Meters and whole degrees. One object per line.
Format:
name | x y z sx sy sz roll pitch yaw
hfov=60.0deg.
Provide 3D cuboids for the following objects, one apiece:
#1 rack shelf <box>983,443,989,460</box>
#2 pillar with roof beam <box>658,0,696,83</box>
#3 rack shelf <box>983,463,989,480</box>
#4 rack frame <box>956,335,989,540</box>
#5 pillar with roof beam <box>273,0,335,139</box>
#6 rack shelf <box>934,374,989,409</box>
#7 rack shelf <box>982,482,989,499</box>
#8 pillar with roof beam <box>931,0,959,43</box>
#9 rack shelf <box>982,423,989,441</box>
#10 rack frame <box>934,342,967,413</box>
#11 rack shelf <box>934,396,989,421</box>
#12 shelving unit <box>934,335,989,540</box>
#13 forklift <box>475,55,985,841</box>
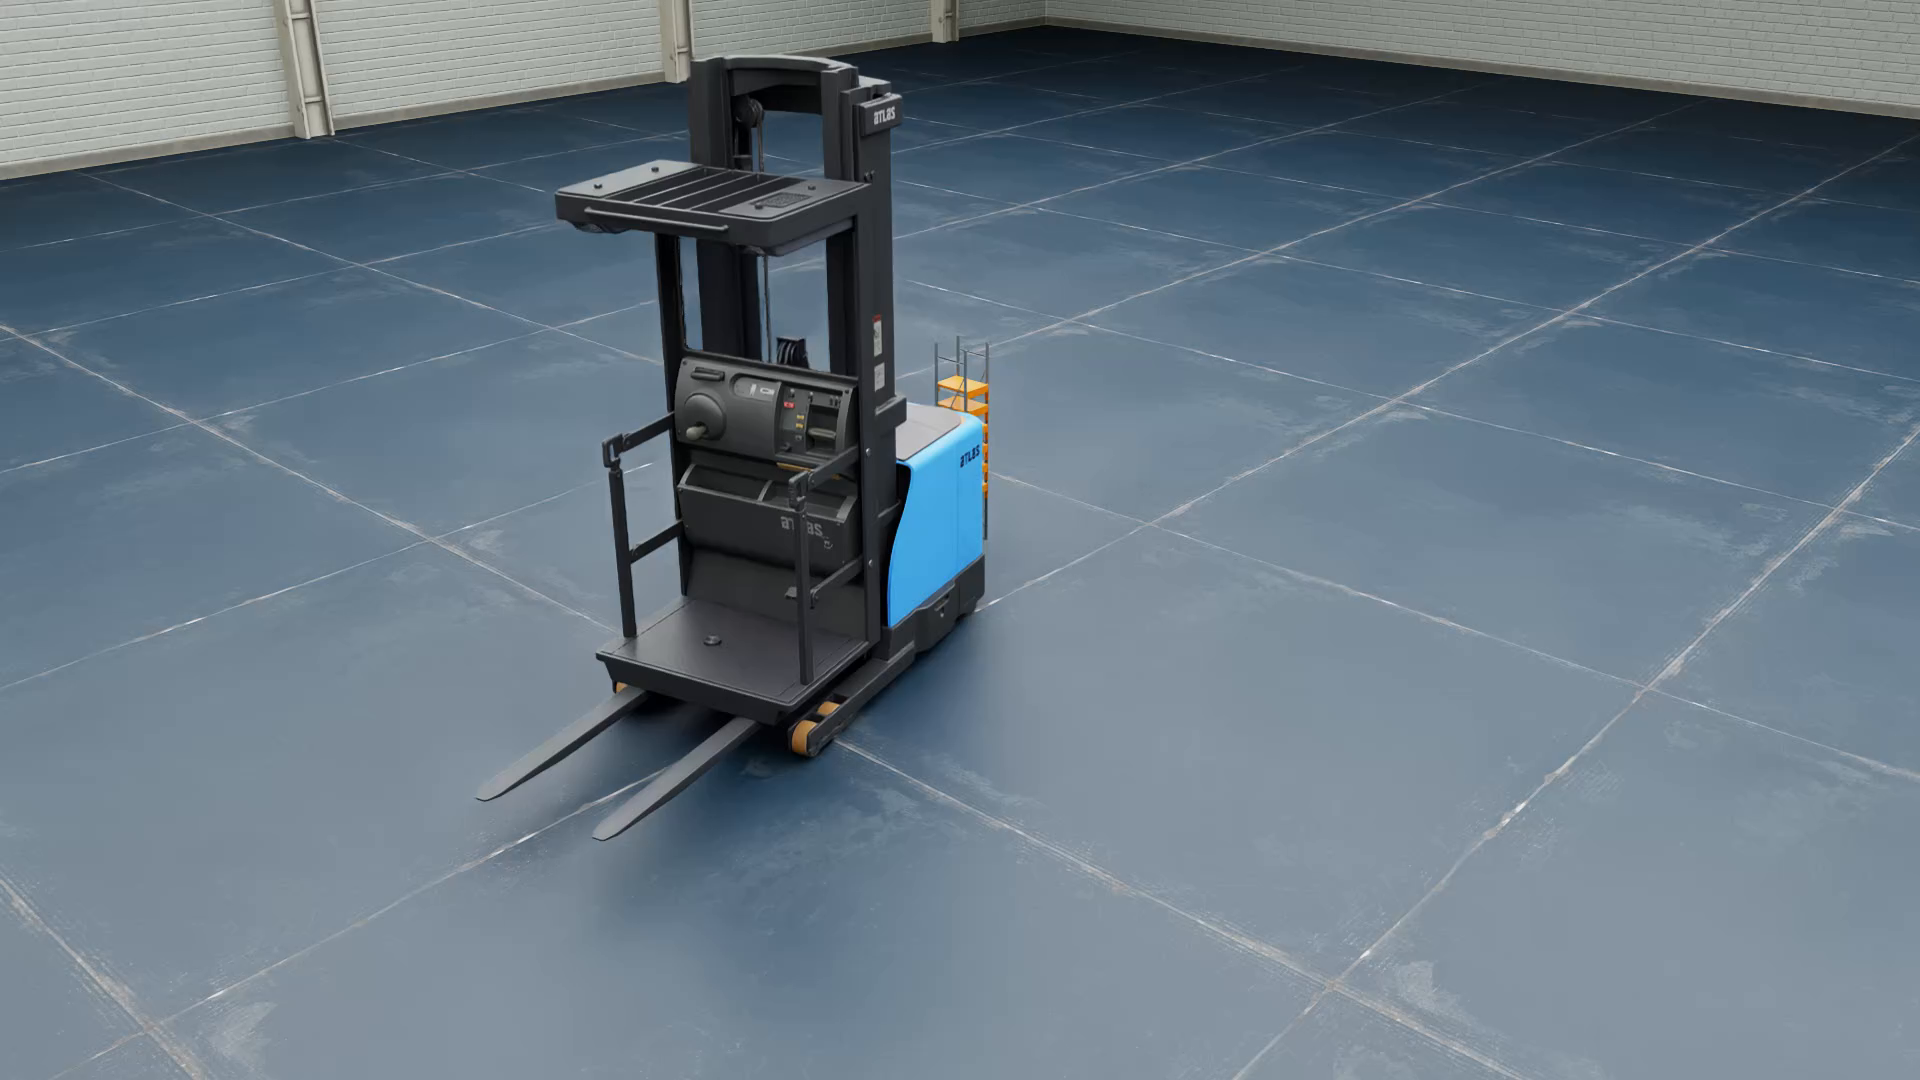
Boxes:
rack shelf | 0.010 -0.511 9.533 0.258 0.103 0.180 20 31 38
pillar with roof beam | -1.063 -9.950 20.942 9.100 9.000 0.400 20 31 38
rack shelf | 0.010 -0.402 9.582 0.258 0.103 0.180 20 31 38
rack frame | 0.071 -0.580 9.577 0.240 1.200 0.006 20 31 38
pillar with roof beam | -5.068 -8.122 16.865 9.100 9.000 0.400 20 31 38
rack shelf | 0.010 -0.840 9.385 0.258 0.103 0.180 20 31 38
rack shelf | 0.010 -0.292 9.631 0.258 0.103 0.180 20 31 38
pillar with roof beam | 2.941 -11.778 25.019 9.100 9.000 0.400 20 31 38
rack shelf | 0.010 -0.621 9.483 0.258 0.103 0.180 20 31 38
rack frame | -0.051 -0.524 9.452 0.240 1.200 0.006 20 31 38
rack shelf | 0.010 -0.730 9.434 0.258 0.103 0.180 20 31 38
shelving unit | 0.010 -0.552 9.514 0.258 1.200 0.189 20 31 38
forklift | -0.999 -0.560 7.416 1.130 2.935 3.031 12 27 25
